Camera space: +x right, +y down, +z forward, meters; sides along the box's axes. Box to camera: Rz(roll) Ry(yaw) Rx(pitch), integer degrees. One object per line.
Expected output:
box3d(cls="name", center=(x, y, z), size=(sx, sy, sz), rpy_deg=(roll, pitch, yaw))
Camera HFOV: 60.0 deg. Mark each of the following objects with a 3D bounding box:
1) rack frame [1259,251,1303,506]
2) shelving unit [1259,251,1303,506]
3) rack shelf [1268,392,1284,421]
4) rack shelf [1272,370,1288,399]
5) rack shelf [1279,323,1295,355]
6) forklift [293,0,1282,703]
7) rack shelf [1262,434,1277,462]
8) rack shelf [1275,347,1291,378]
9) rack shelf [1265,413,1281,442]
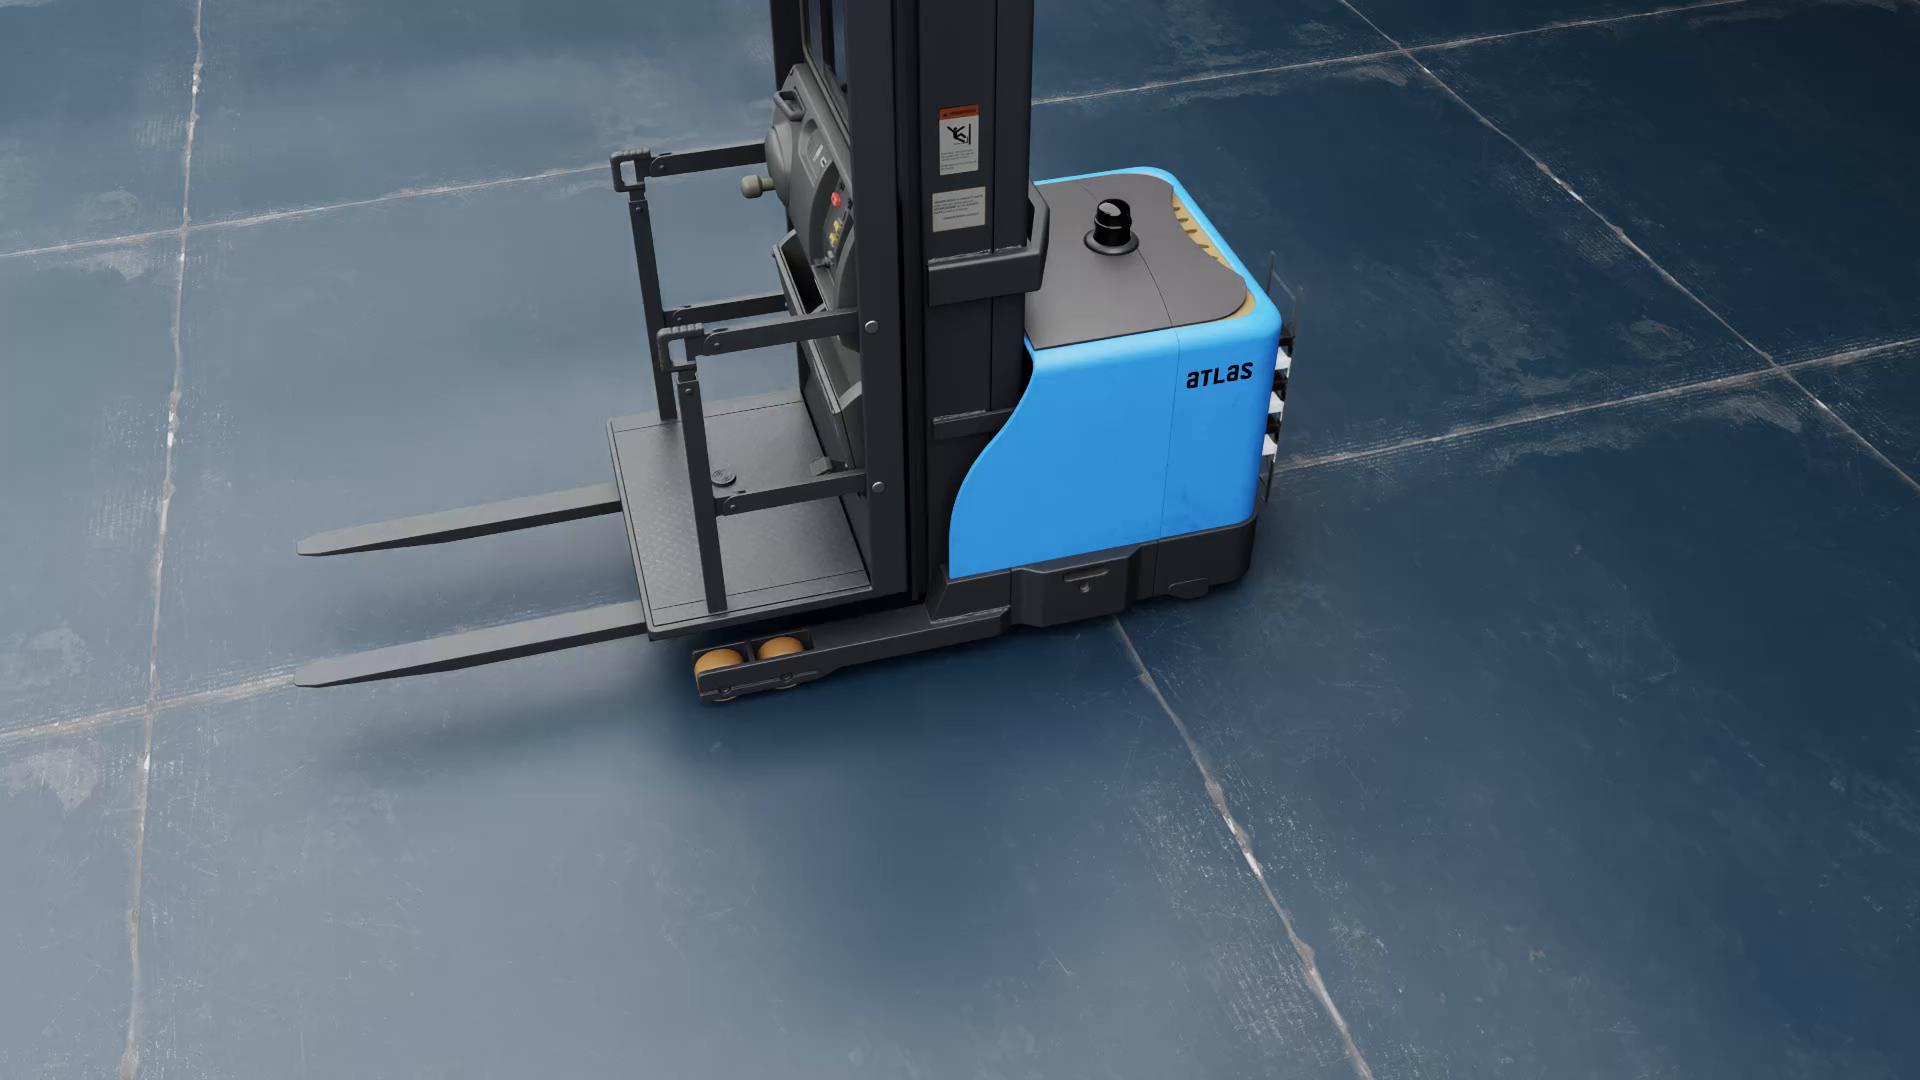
box3d(cls="rack frame", center=(1.057, -0.536, 5.680), size=(0.006, 0.900, 0.240), rpy_deg=(-11, 42, -12))
box3d(cls="shelving unit", center=(0.959, -0.518, 5.659), size=(0.210, 0.900, 0.258), rpy_deg=(-11, 42, -12))
box3d(cls="rack shelf", center=(0.959, -0.493, 5.681), size=(0.200, 0.077, 0.258), rpy_deg=(-11, 42, -12))
box3d(cls="rack shelf", center=(0.959, -0.561, 5.622), size=(0.200, 0.077, 0.258), rpy_deg=(-11, 42, -12))
box3d(cls="rack shelf", center=(0.959, -0.696, 5.503), size=(0.200, 0.077, 0.258), rpy_deg=(-11, 42, -12))
box3d(cls="forklift", center=(-0.606, -0.990, 4.656), size=(3.031, 2.935, 1.130), rpy_deg=(-11, 42, -12))
box3d(cls="rack shelf", center=(0.959, -0.357, 5.799), size=(0.200, 0.077, 0.258), rpy_deg=(-11, 42, -12))
box3d(cls="rack shelf", center=(0.959, -0.629, 5.563), size=(0.200, 0.077, 0.258), rpy_deg=(-11, 42, -12))
box3d(cls="rack shelf", center=(0.959, -0.425, 5.740), size=(0.200, 0.077, 0.258), rpy_deg=(-11, 42, -12))
